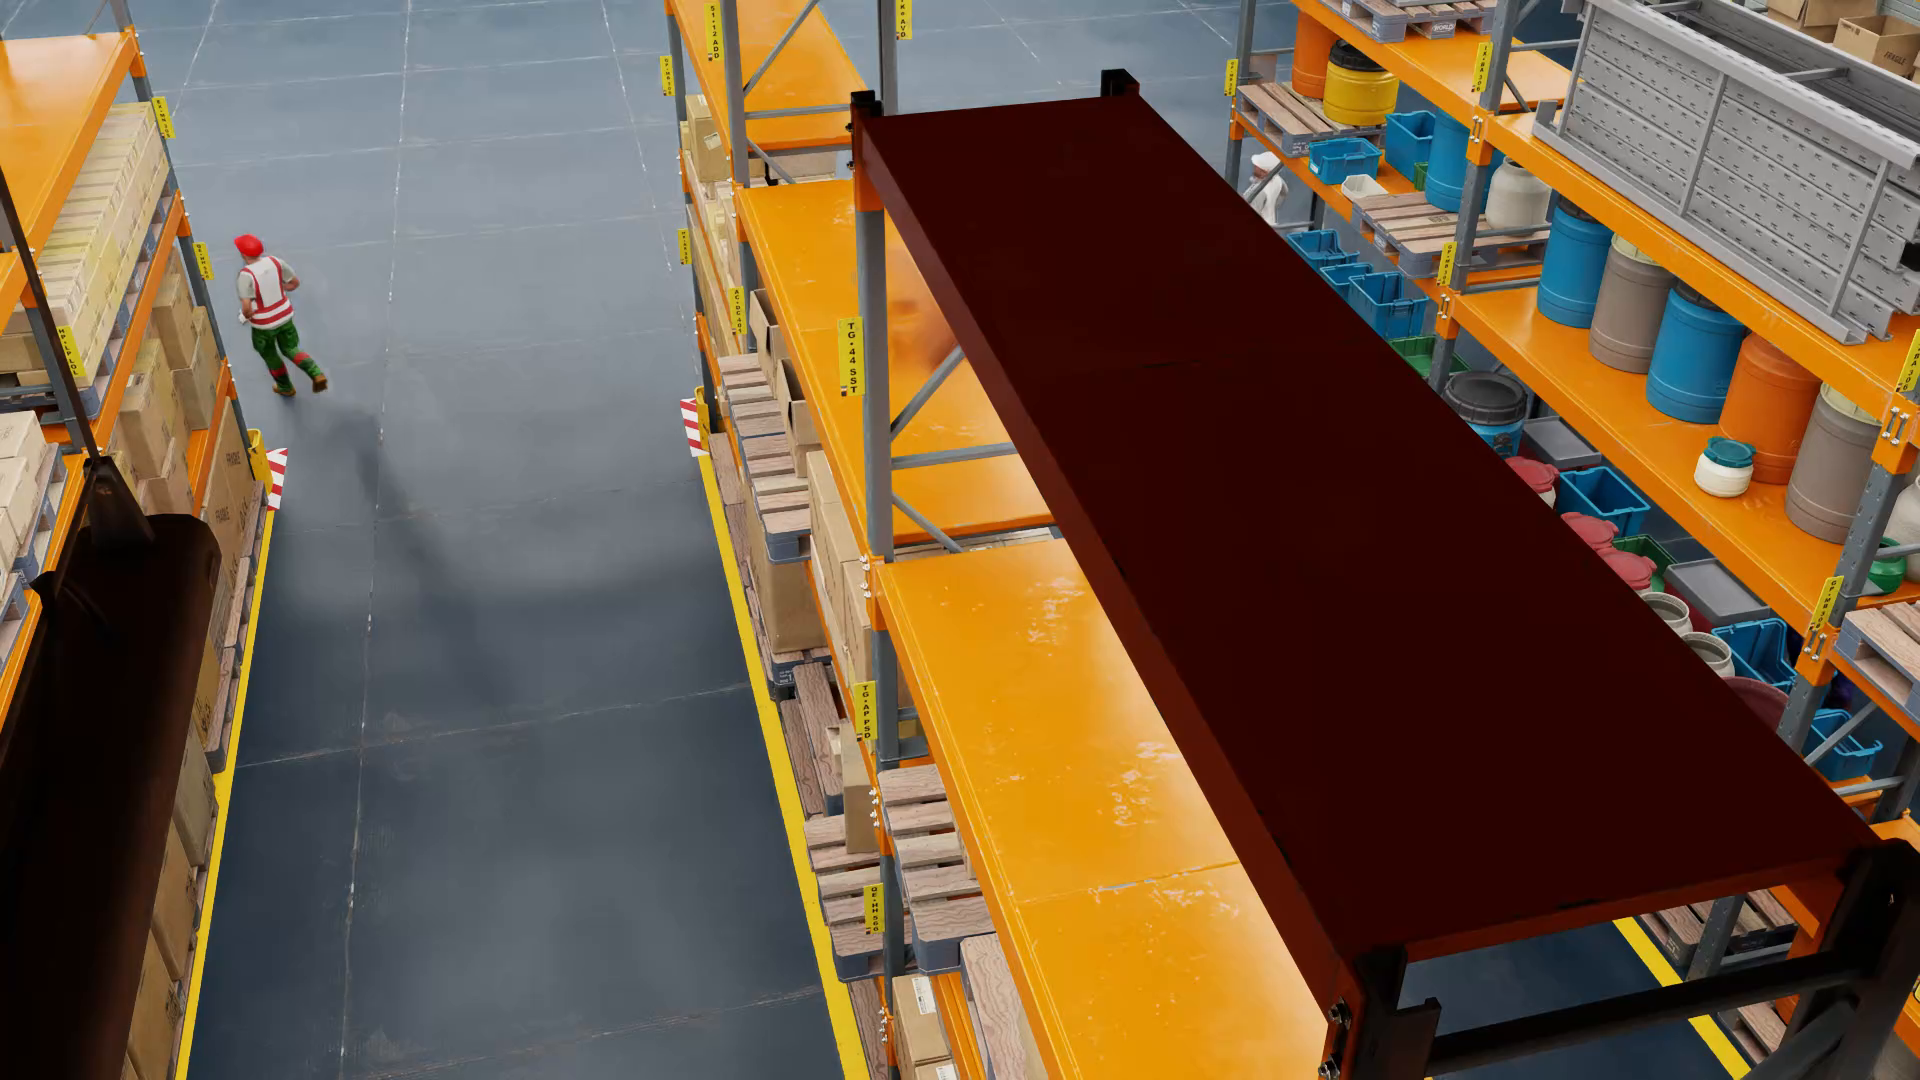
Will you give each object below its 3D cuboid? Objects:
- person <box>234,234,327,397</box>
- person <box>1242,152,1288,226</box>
[{"bbox_3d":[-6.411,-2.030,15.523,0.872,1.776,0.667,23,40,29],"label":"person"},{"bbox_3d":[3.074,-3.234,17.306,0.701,1.741,0.700,19,39,26],"label":"person"}]
